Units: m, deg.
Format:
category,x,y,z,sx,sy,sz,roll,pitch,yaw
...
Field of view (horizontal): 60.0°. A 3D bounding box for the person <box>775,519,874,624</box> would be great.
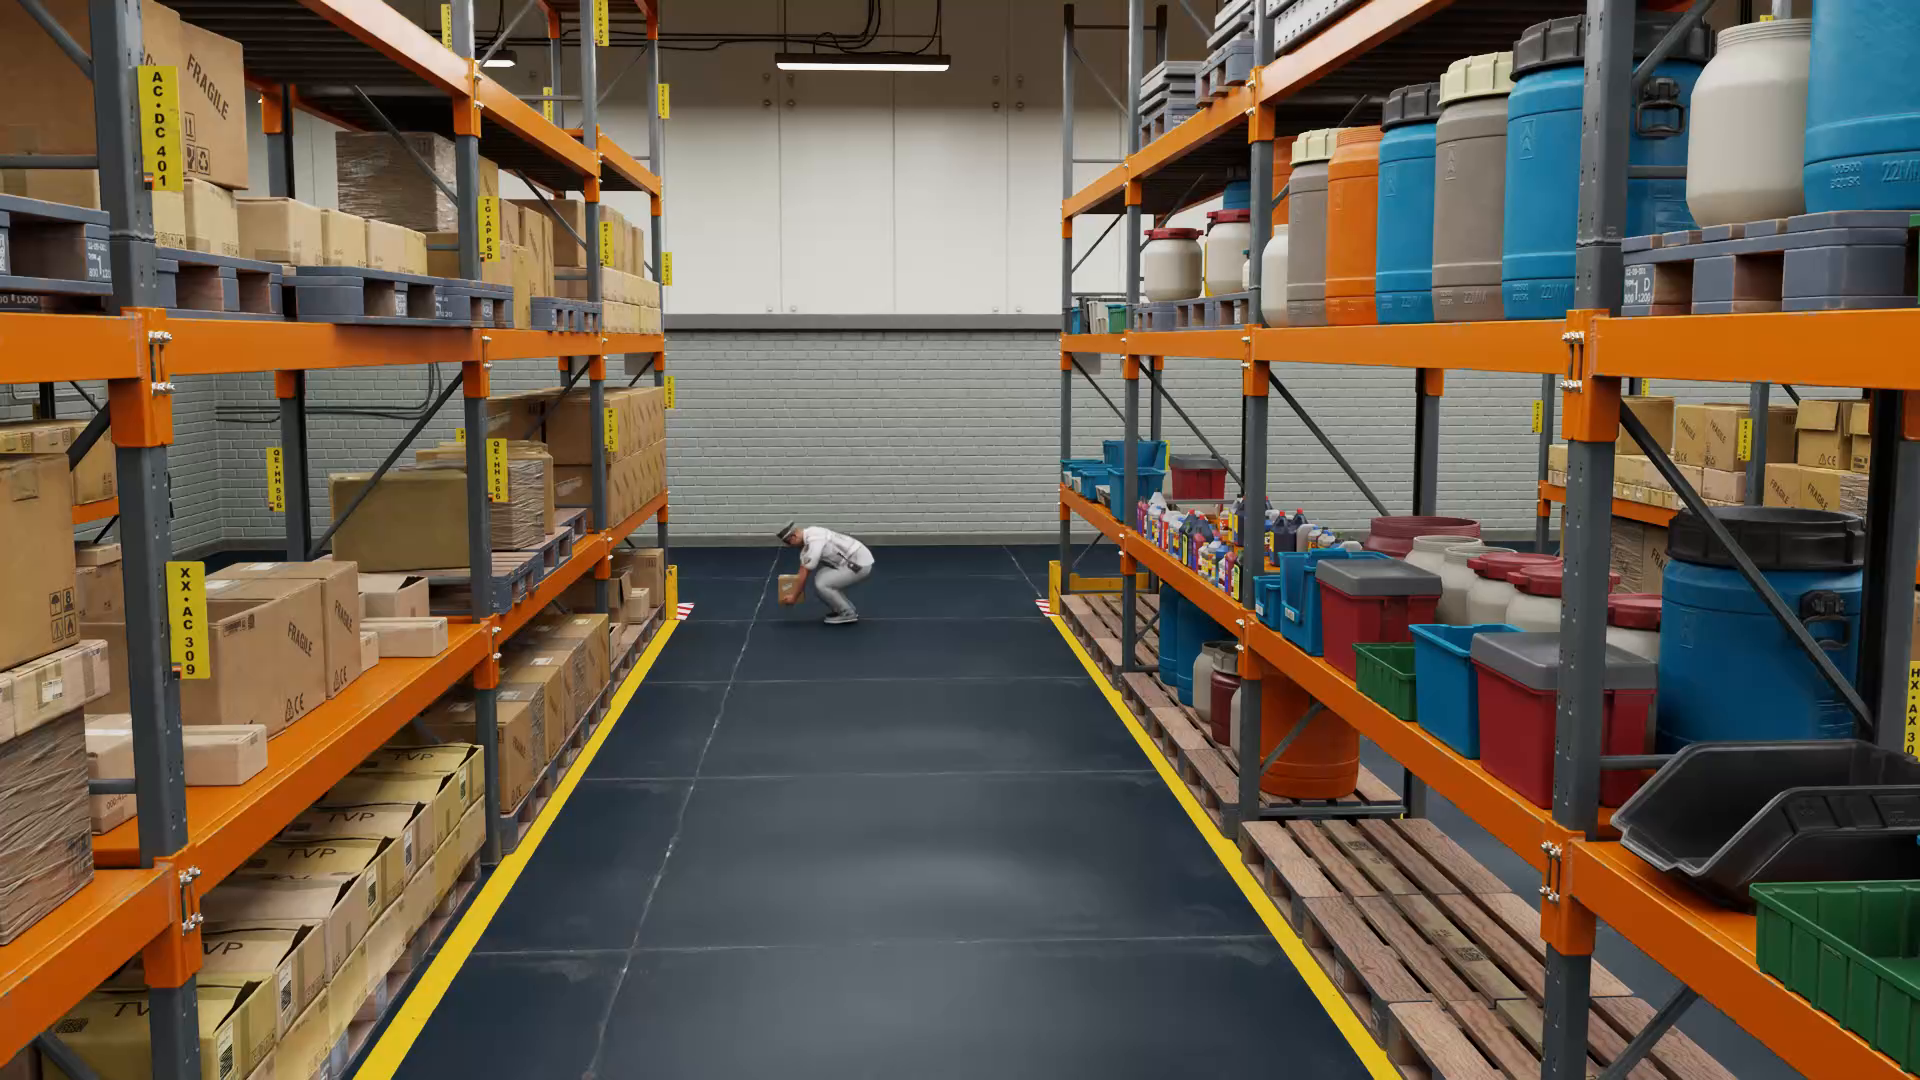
category,x,y,z,sx,sy,sz,roll,pitch,yaw
person,-1.324,0.298,16.321,0.968,1.027,0.531,-1,7,-5
